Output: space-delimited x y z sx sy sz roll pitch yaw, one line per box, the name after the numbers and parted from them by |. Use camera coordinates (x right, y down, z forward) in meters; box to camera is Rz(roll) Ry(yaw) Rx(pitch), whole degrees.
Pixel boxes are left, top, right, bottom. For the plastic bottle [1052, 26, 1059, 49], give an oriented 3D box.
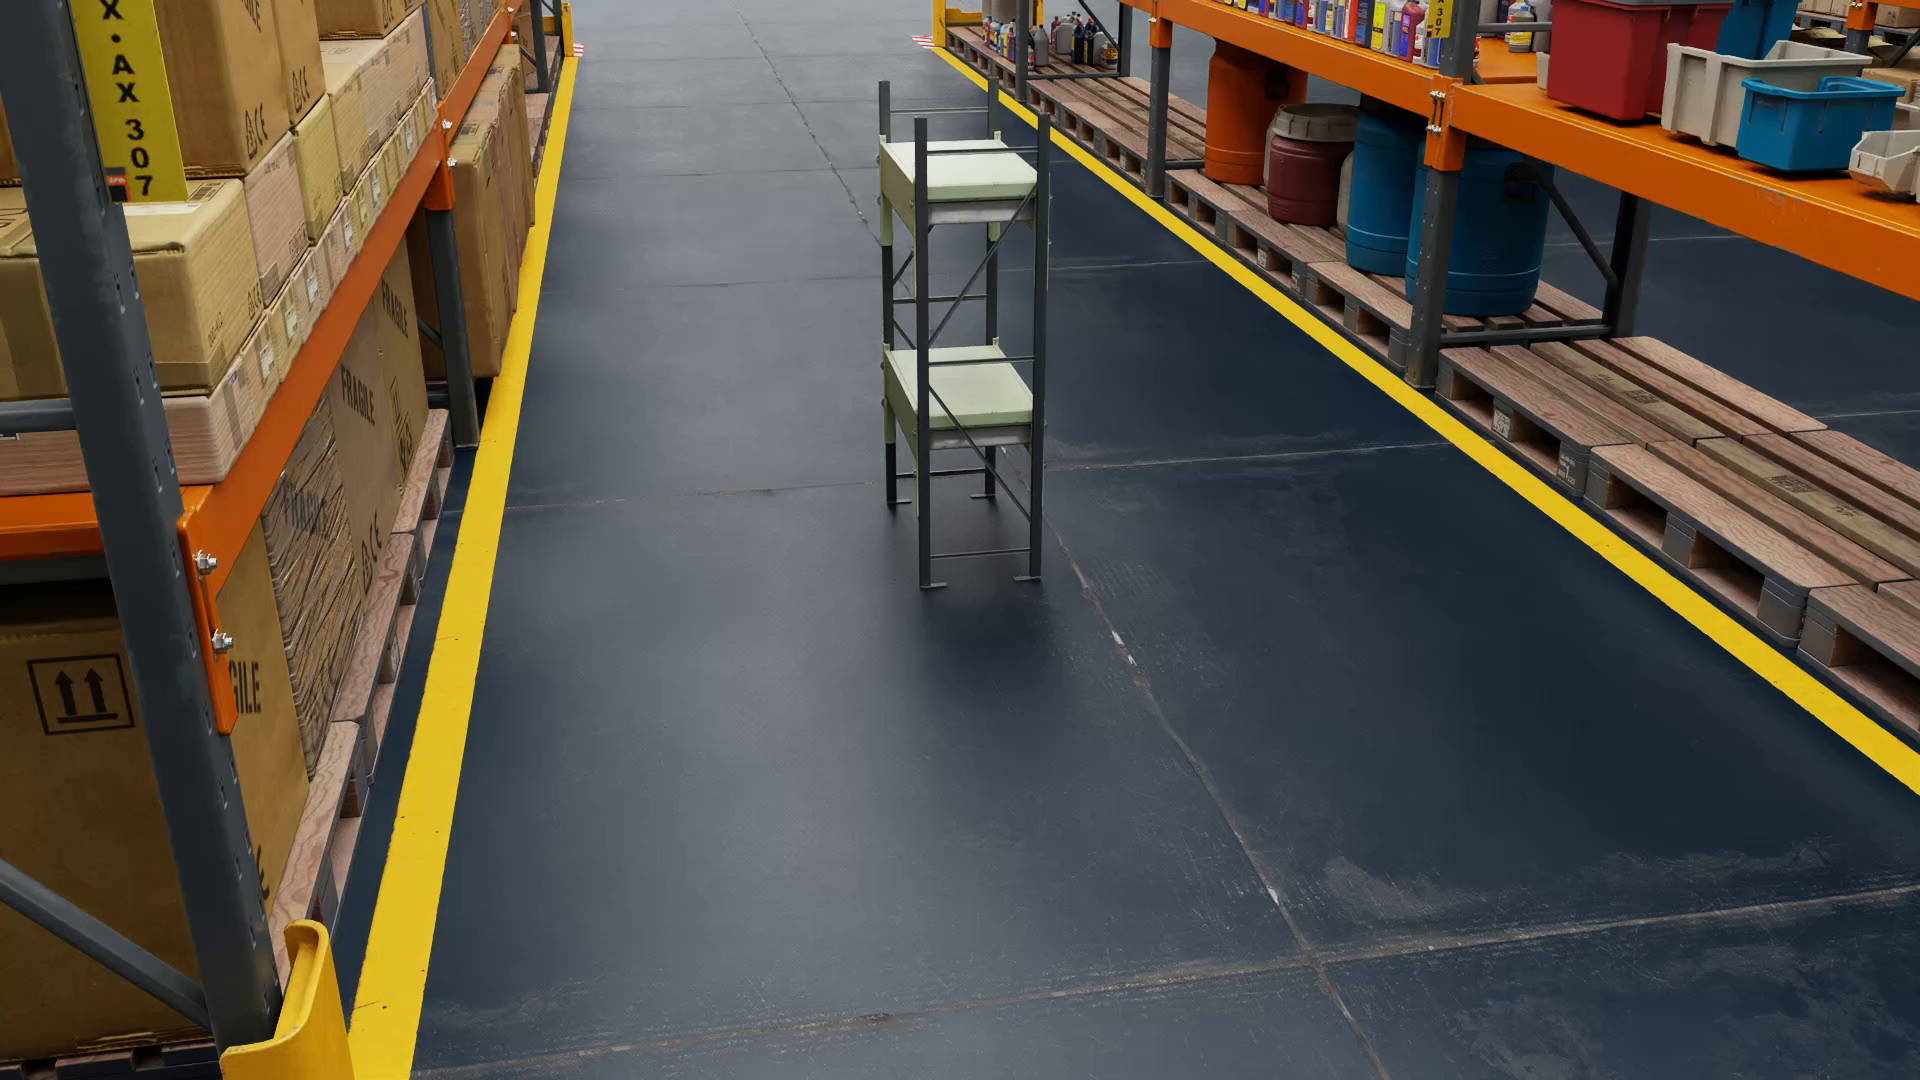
0.940 -4.862 16.081 0.097 0.201 0.097 0 24 0 | plastic bottle

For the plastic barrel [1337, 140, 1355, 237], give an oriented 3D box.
2.231 -1.860 8.844 0.421 0.512 0.421 0 24 0 | plastic barrel

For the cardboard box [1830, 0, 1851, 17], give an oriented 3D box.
10.125 -6.005 18.561 0.500 0.311 0.500 -2 24 -5 | cardboard box

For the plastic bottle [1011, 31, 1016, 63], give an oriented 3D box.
0.545 -4.527 15.127 0.144 0.351 0.185 -6 24 -12 | plastic bottle

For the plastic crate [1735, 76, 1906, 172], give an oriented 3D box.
2.570 -1.251 5.001 0.416 0.233 0.300 -4 24 -10 | plastic crate

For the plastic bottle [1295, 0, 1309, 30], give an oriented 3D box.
1.756 -2.736 8.414 0.061 0.283 0.133 -4 24 -10 | plastic bottle

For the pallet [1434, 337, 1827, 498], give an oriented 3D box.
2.637 -0.521 6.679 1.003 0.211 1.213 -4 24 -10 | pallet

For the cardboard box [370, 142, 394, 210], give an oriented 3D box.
-1.789 -1.002 4.611 0.380 0.149 0.250 -5 24 -11 | cardboard box

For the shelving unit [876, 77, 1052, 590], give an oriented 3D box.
-0.001 -0.690 5.456 0.431 1.500 0.755 -4 24 -10 | shelving unit

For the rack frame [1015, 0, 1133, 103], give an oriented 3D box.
0.983 -5.232 13.981 1.000 3.000 0.127 -4 24 -10 | rack frame

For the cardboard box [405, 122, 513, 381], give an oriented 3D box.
-2.543 -1.187 6.851 1.225 0.875 0.875 -4 24 -10 | cardboard box

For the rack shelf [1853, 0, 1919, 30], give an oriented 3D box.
6.961 -2.907 9.557 1.077 0.370 4.000 -4 24 -10 | rack shelf

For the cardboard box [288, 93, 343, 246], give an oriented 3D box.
-1.681 -0.823 3.703 0.500 0.250 0.500 -5 24 -12 | cardboard box

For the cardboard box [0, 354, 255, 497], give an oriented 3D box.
-1.407 -0.194 2.760 0.380 0.149 0.250 -4 24 -9 | cardboard box

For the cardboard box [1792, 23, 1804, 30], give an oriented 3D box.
6.490 -4.050 13.484 0.500 0.311 0.500 -5 24 -10 | cardboard box

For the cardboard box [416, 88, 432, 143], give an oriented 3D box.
-1.979 -1.406 5.536 0.380 0.149 0.250 -4 24 -9 | cardboard box

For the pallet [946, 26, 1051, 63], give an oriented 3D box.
0.449 -5.181 17.348 1.003 0.211 1.213 -4 24 -10 | pallet

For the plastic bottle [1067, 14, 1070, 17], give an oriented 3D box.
1.053 -5.027 16.357 0.061 0.283 0.133 -4 24 -8 | plastic bottle

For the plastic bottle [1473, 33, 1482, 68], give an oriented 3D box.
2.191 -2.142 7.154 0.097 0.201 0.097 0 24 0 | plastic bottle

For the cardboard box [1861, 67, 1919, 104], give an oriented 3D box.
6.395 -2.879 11.168 0.500 0.500 0.500 -3 24 -7 | cardboard box

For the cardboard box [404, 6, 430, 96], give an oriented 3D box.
-2.066 -1.632 5.554 0.500 0.250 0.500 -5 24 -11 | cardboard box

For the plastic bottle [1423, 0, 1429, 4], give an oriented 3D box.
2.113 -2.410 7.583 0.144 0.351 0.185 -4 24 -10 | plastic bottle

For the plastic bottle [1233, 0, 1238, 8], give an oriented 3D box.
1.590 -3.091 9.328 0.097 0.201 0.097 0 24 0 | plastic bottle

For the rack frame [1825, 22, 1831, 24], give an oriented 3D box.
9.980 -7.538 19.262 1.000 3.000 0.127 -4 24 -10 | rack frame

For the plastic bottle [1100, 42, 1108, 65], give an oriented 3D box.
1.317 -4.389 14.997 0.097 0.201 0.097 0 24 0 | plastic bottle

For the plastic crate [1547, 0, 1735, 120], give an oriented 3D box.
2.381 -1.772 5.905 0.402 0.464 0.583 -4 24 -10 | plastic crate

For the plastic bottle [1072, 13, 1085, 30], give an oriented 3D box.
1.128 -4.809 15.773 0.144 0.351 0.185 -4 24 -10 | plastic bottle

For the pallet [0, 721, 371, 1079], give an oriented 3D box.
-1.890 0.824 3.599 1.003 0.211 1.213 -4 24 -10 | pallet

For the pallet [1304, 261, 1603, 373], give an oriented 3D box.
2.361 -1.114 8.036 1.003 0.211 1.213 -4 24 -10 | pallet

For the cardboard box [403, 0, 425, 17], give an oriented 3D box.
-2.057 -1.969 5.389 0.500 0.500 0.500 -4 24 -8 | cardboard box

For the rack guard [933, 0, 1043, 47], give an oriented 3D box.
0.304 -5.633 18.023 1.175 0.500 0.348 -4 24 -10 | rack guard

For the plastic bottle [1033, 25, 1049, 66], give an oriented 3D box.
0.722 -4.462 14.979 0.144 0.351 0.185 -4 24 -10 | plastic bottle

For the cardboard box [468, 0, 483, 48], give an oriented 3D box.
-2.531 -2.561 7.741 0.500 0.500 0.500 -4 24 -9 | cardboard box

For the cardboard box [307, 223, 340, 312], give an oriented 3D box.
-1.599 -0.598 3.685 0.380 0.149 0.250 -5 24 -11 | cardboard box

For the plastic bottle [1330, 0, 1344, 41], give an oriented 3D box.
1.886 -2.554 8.006 0.152 0.276 0.135 -4 24 -10 | plastic bottle

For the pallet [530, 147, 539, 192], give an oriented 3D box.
-3.288 -2.321 10.801 1.003 0.211 1.213 -4 24 -10 | pallet

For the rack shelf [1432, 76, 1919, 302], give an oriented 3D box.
2.832 -0.969 5.119 1.077 0.370 4.000 -4 24 -10 | rack shelf

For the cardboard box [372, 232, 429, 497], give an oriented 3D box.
-2.362 -0.672 5.670 0.875 0.875 0.875 -4 24 -10 | cardboard box

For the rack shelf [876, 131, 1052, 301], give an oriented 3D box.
-0.001 -1.048 5.300 0.431 0.370 0.720 -4 24 -10 | rack shelf

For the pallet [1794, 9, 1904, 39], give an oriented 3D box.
10.109 -5.908 19.014 1.003 0.211 1.213 -4 24 -10 | pallet

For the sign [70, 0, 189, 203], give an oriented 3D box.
-1.119 -0.617 2.234 0.100 0.325 0.005 -4 24 -10 | sign

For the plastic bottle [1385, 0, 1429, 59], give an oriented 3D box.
2.004 -2.303 7.430 0.152 0.276 0.135 -4 24 -10 | plastic bottle

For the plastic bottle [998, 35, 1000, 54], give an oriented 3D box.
0.411 -4.694 15.697 0.097 0.201 0.097 0 24 0 | plastic bottle

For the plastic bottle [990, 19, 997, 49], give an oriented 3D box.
0.336 -4.885 16.047 0.097 0.271 0.097 0 24 0 | plastic bottle

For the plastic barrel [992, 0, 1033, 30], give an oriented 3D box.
0.533 -5.407 16.966 0.421 0.512 0.421 0 24 0 | plastic barrel

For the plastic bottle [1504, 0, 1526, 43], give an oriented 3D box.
2.653 -2.472 7.911 0.097 0.201 0.097 0 24 0 | plastic bottle

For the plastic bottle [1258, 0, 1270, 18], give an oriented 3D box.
1.654 -2.953 8.909 0.061 0.283 0.133 -4 24 -10 | plastic bottle
